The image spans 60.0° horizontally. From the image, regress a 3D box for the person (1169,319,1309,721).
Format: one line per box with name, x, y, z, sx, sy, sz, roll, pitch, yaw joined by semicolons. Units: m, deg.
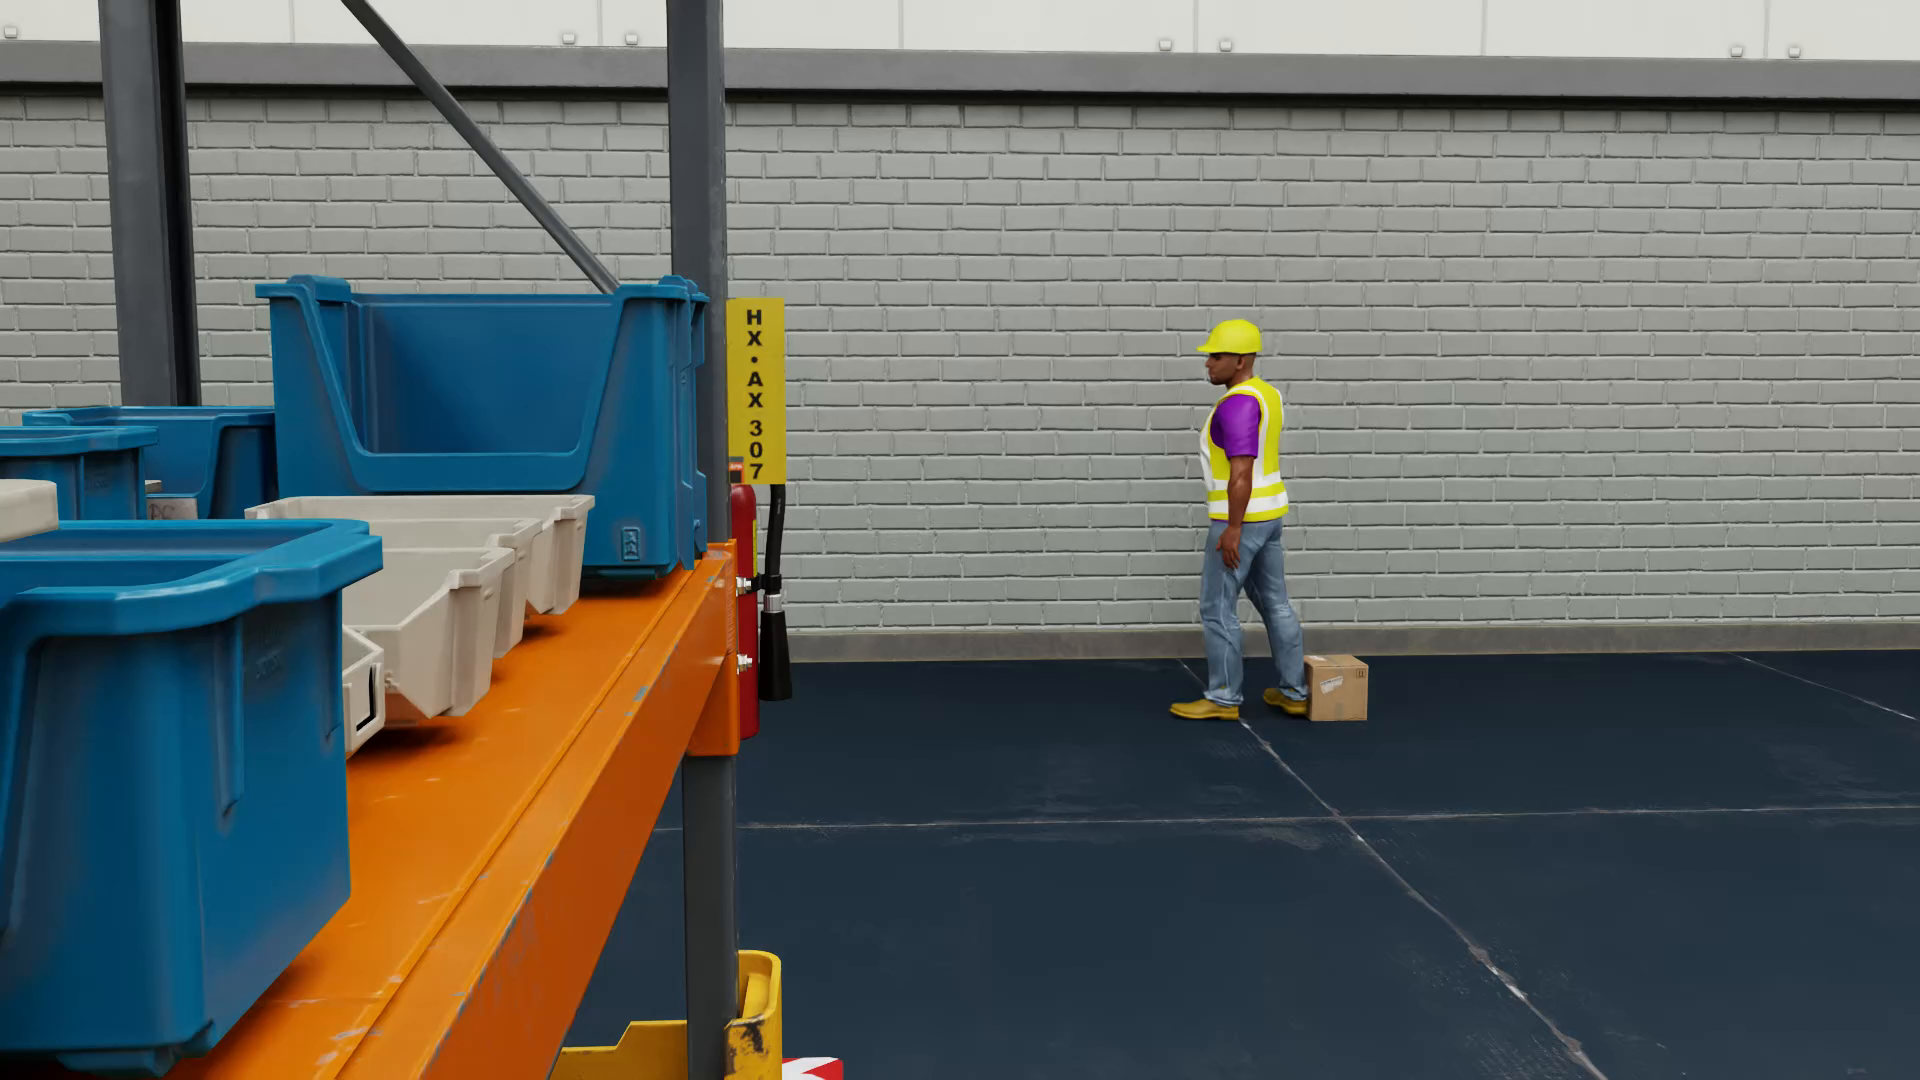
person;1.261;-0.085;7.347;0.571;1.766;0.588;4;8;28
